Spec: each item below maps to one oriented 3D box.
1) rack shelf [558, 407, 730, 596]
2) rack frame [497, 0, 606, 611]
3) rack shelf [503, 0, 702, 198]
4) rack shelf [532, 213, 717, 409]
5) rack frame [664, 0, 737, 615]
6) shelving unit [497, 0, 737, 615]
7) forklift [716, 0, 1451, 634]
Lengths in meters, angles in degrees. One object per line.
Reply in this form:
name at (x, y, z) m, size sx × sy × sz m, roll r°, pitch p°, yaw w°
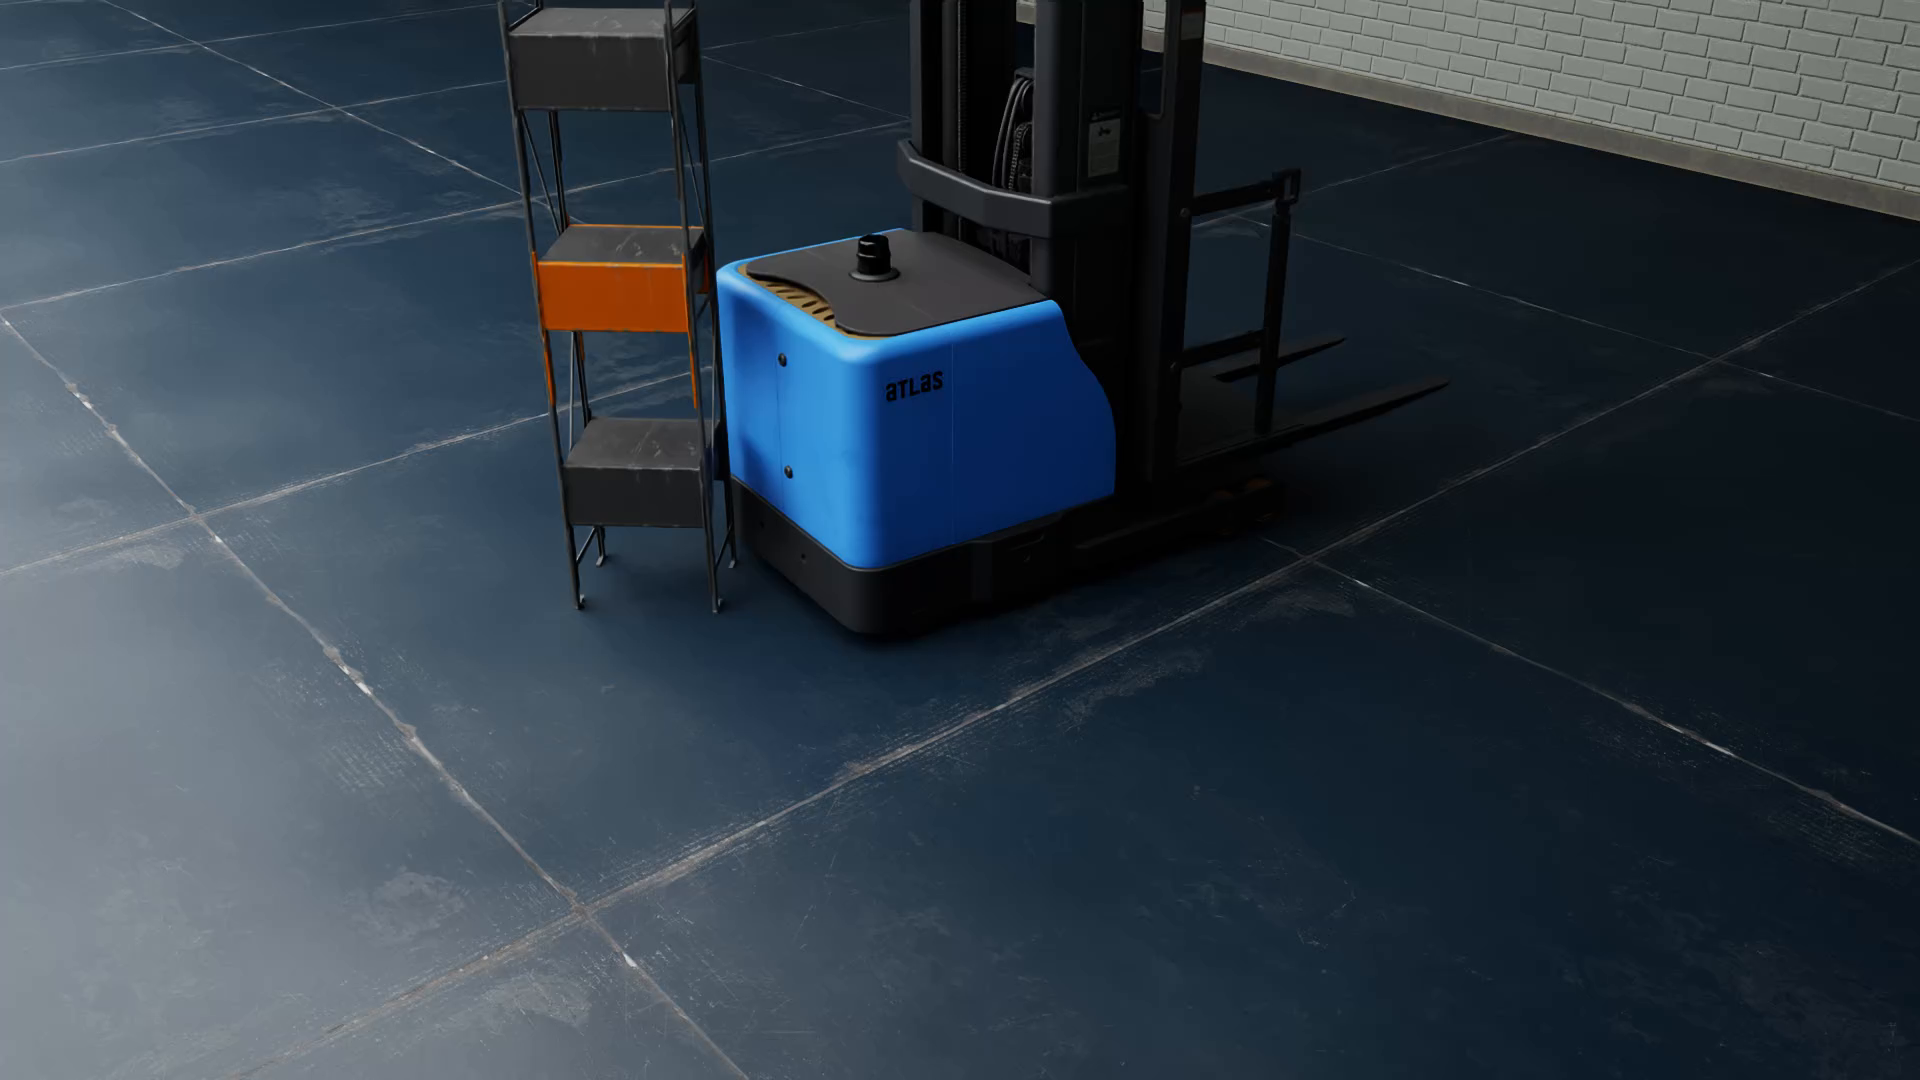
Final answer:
rack shelf at (-1.082, -0.139, 5.796) m, size 0.480 × 0.518 × 0.431 m, roll 1°, pitch 28°, yaw 3°
rack frame at (-1.325, -0.774, 5.471) m, size 0.015 × 2.100 × 0.400 m, roll 1°, pitch 28°, yaw 3°
rack shelf at (-1.082, -1.373, 5.136) m, size 0.480 × 0.518 × 0.431 m, roll 1°, pitch 28°, yaw 3°
rack shelf at (-1.082, -0.756, 5.466) m, size 0.480 × 0.518 × 0.431 m, roll 1°, pitch 28°, yaw 3°
rack frame at (-0.838, -0.762, 5.448) m, size 0.015 × 2.100 × 0.400 m, roll 1°, pitch 28°, yaw 3°
shelving unit at (-1.082, -0.768, 5.459) m, size 0.503 × 2.100 × 0.431 m, roll 1°, pitch 28°, yaw 3°
forklift at (0.638, -1.502, 5.950) m, size 3.031 × 2.935 × 1.130 m, roll -18°, pitch 33°, yaw -30°
